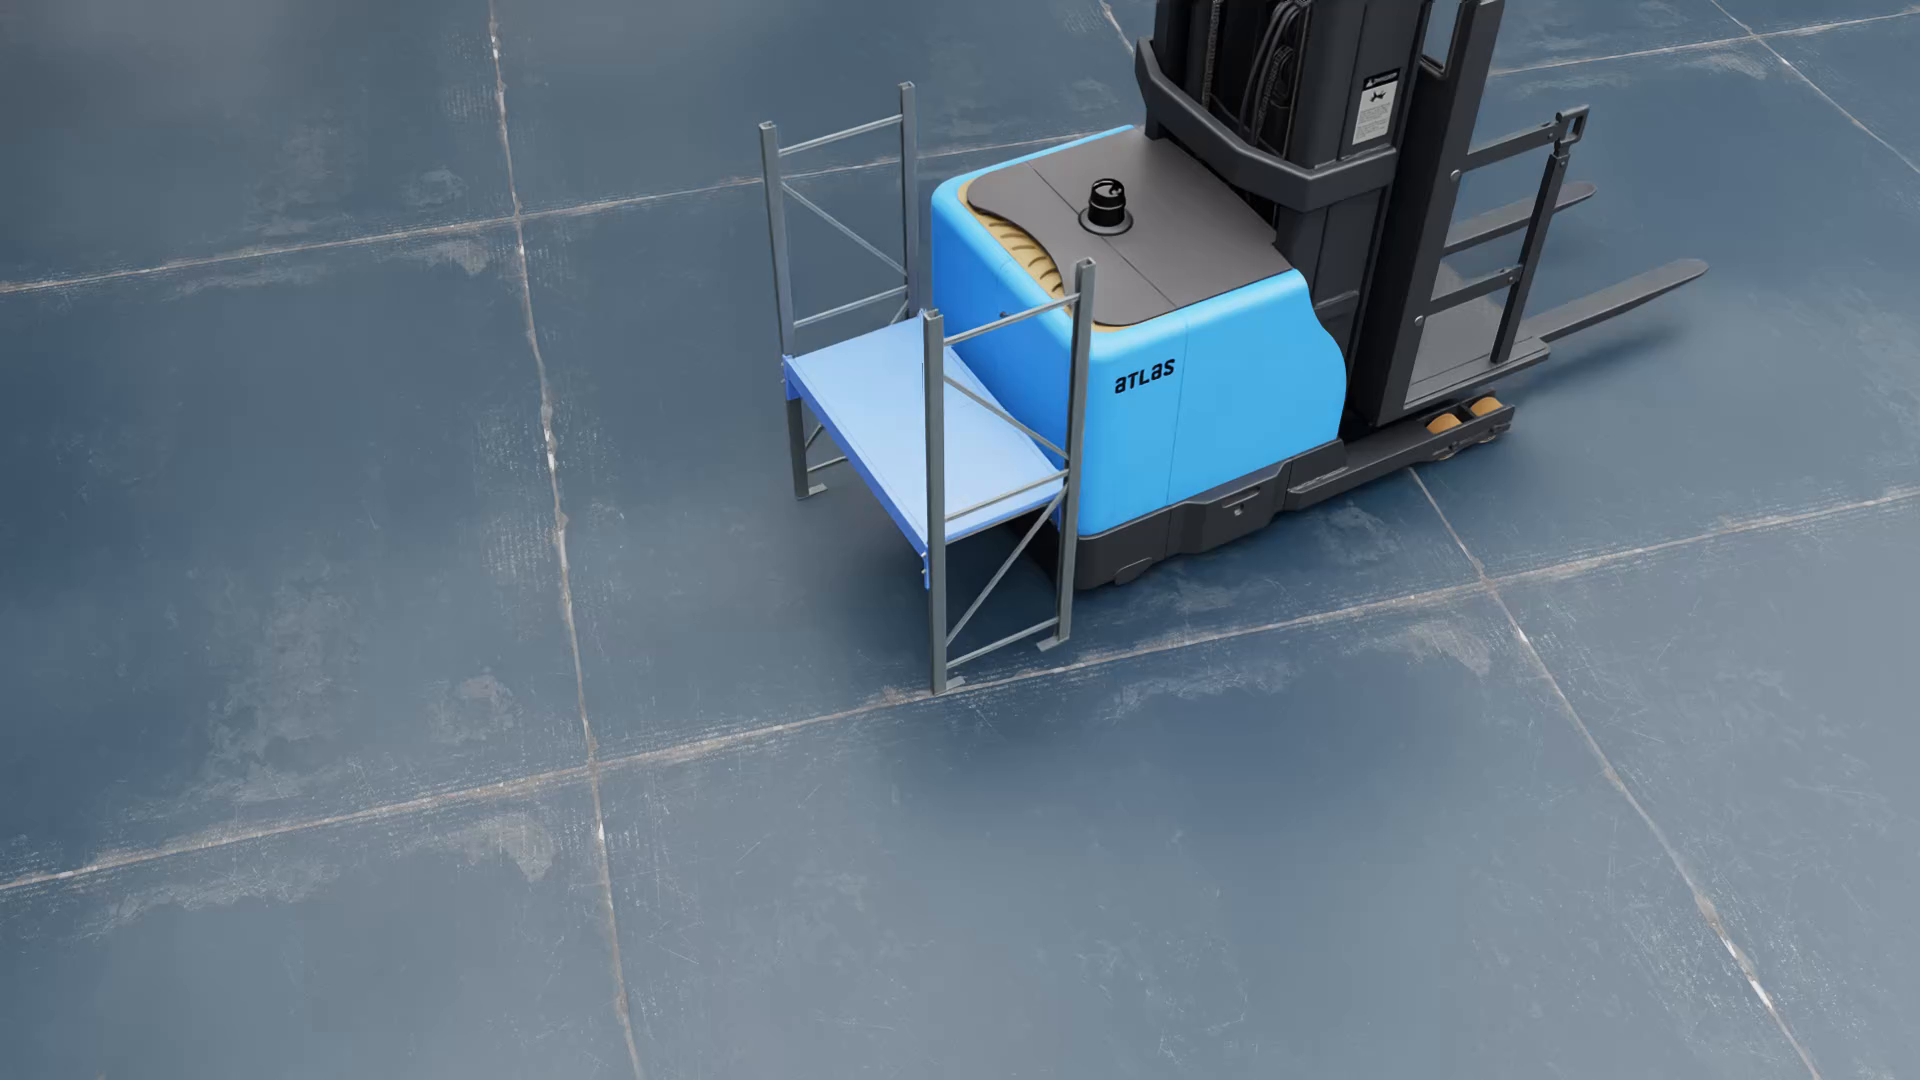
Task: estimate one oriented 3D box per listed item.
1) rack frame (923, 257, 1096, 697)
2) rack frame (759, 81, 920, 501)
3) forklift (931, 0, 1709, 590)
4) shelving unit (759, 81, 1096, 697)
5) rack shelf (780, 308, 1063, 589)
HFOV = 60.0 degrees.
[{"bbox_3d":[0.132,-0.124,4.822,0.500,1.500,0.032,-22,49,-20],"label":"rack frame"},{"bbox_3d":[-0.360,-0.760,5.445,0.500,1.500,0.032,-22,49,-20],"label":"rack frame"},{"bbox_3d":[1.434,-1.629,5.294,3.031,2.935,1.130,-21,49,-20],"label":"forklift"},{"bbox_3d":[-0.114,-0.442,5.133,0.538,1.500,1.048,-22,49,-20],"label":"shelving unit"},{"bbox_3d":[-0.114,-0.316,5.262,0.538,0.185,1.000,-22,49,-20],"label":"rack shelf"}]
